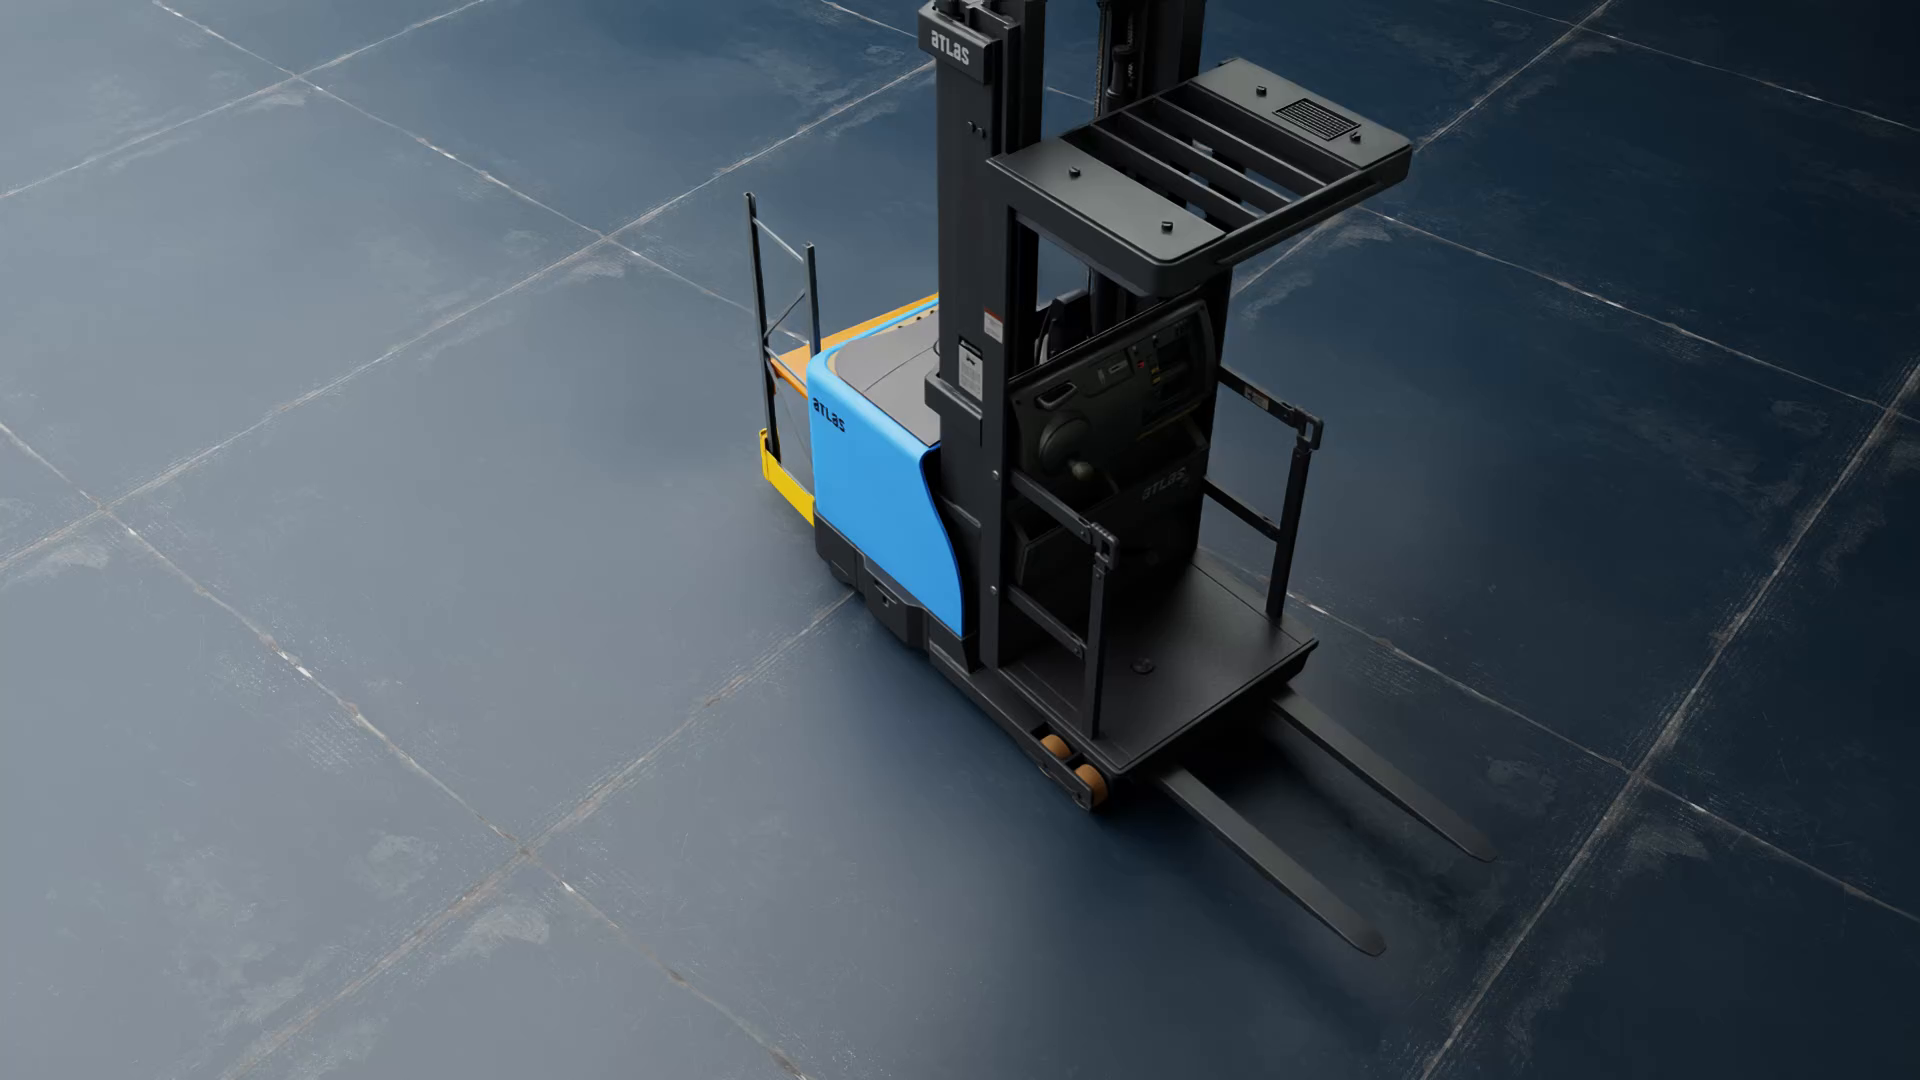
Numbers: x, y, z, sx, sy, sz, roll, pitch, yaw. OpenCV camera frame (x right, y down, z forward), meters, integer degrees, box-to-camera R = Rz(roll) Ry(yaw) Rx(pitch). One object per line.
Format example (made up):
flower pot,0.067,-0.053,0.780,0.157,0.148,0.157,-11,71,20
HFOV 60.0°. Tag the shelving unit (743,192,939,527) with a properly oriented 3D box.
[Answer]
shelving unit,-0.317,-0.914,7.322,1.083,1.500,0.587,-26,48,-25

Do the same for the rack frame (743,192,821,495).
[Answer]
rack frame,-0.724,-0.719,7.108,0.032,1.500,0.500,-26,48,-25

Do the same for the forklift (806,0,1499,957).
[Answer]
forklift,0.689,-0.452,5.751,1.130,2.935,3.031,-29,50,-28

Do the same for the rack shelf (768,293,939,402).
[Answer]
rack shelf,-0.309,-0.784,7.447,1.000,0.185,0.538,-26,48,-25

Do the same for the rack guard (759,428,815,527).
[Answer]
rack guard,-0.723,-0.257,7.529,0.087,0.250,0.587,-26,48,-25
